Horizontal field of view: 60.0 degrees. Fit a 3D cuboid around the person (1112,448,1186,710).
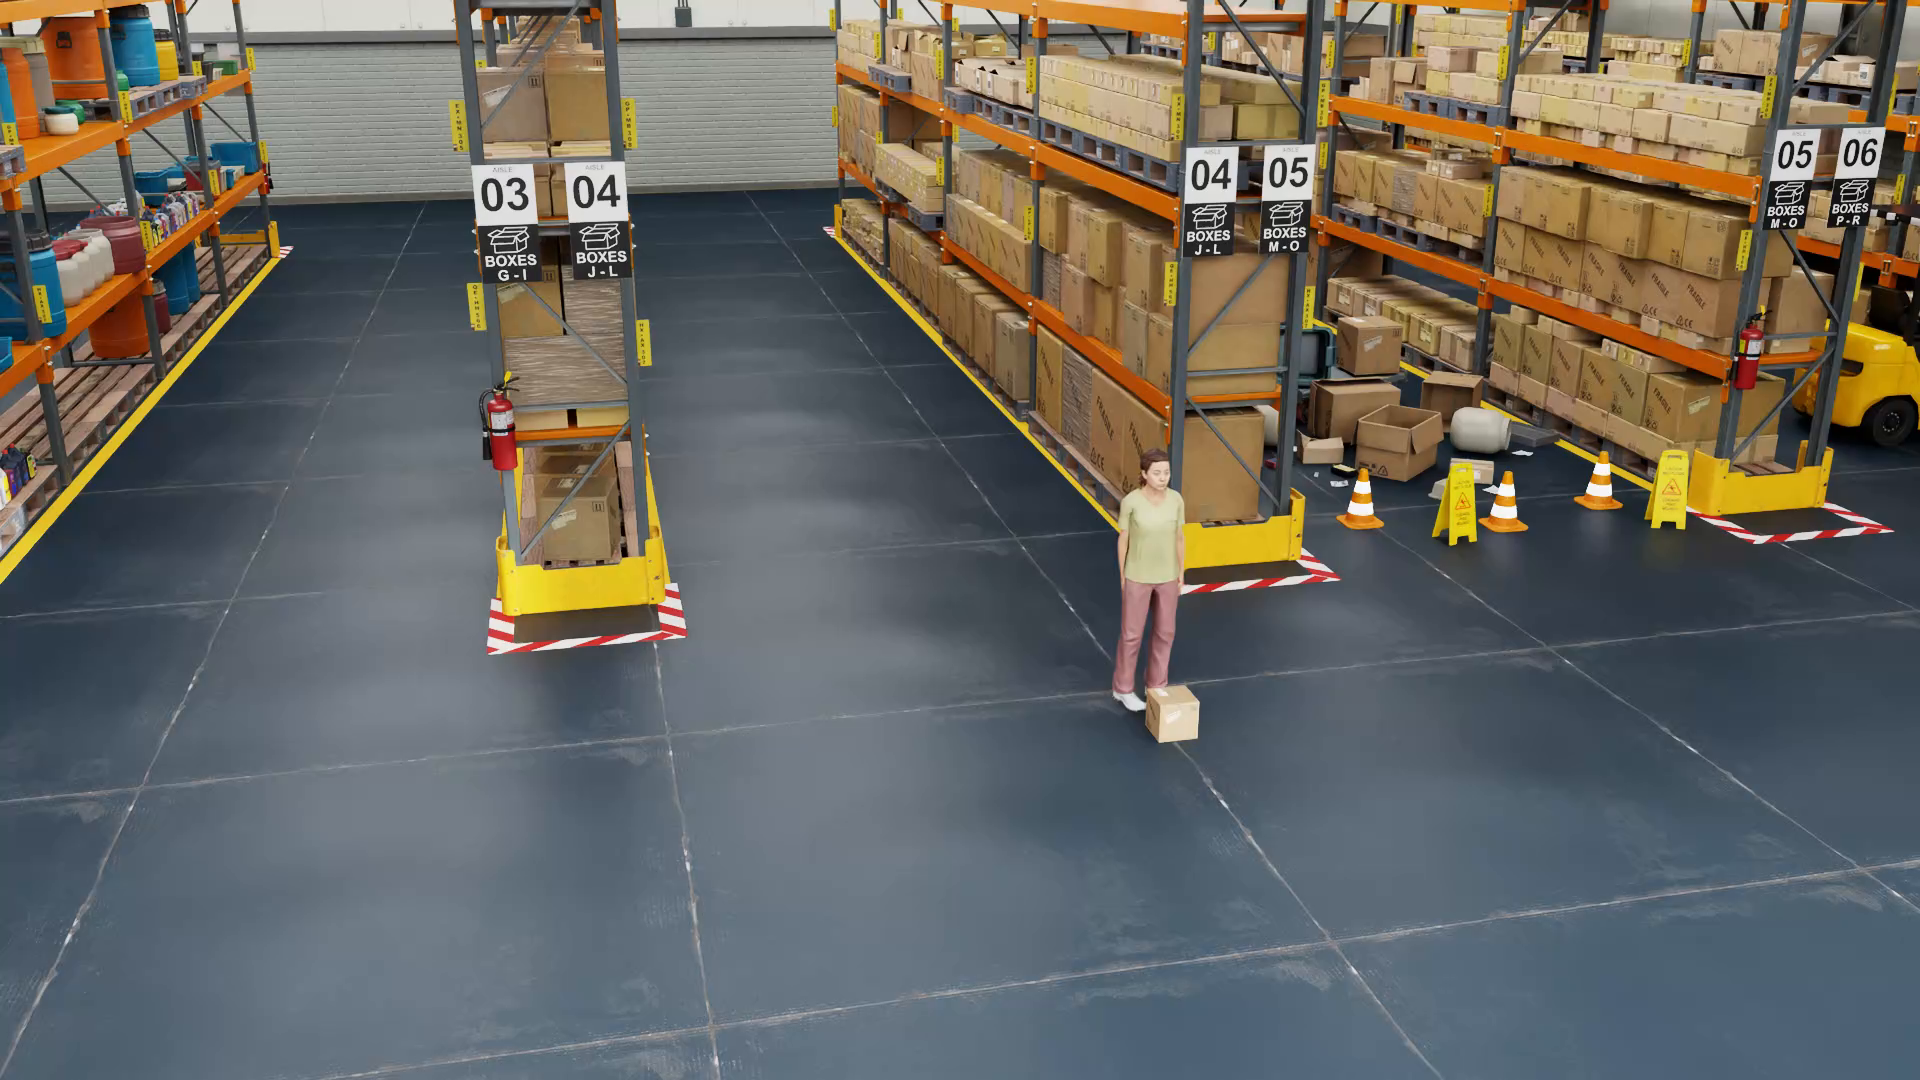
[{"bbox_3d":[1.202,0.240,10.414,0.444,1.671,0.369,-4,20,-11],"label":"person"}]
